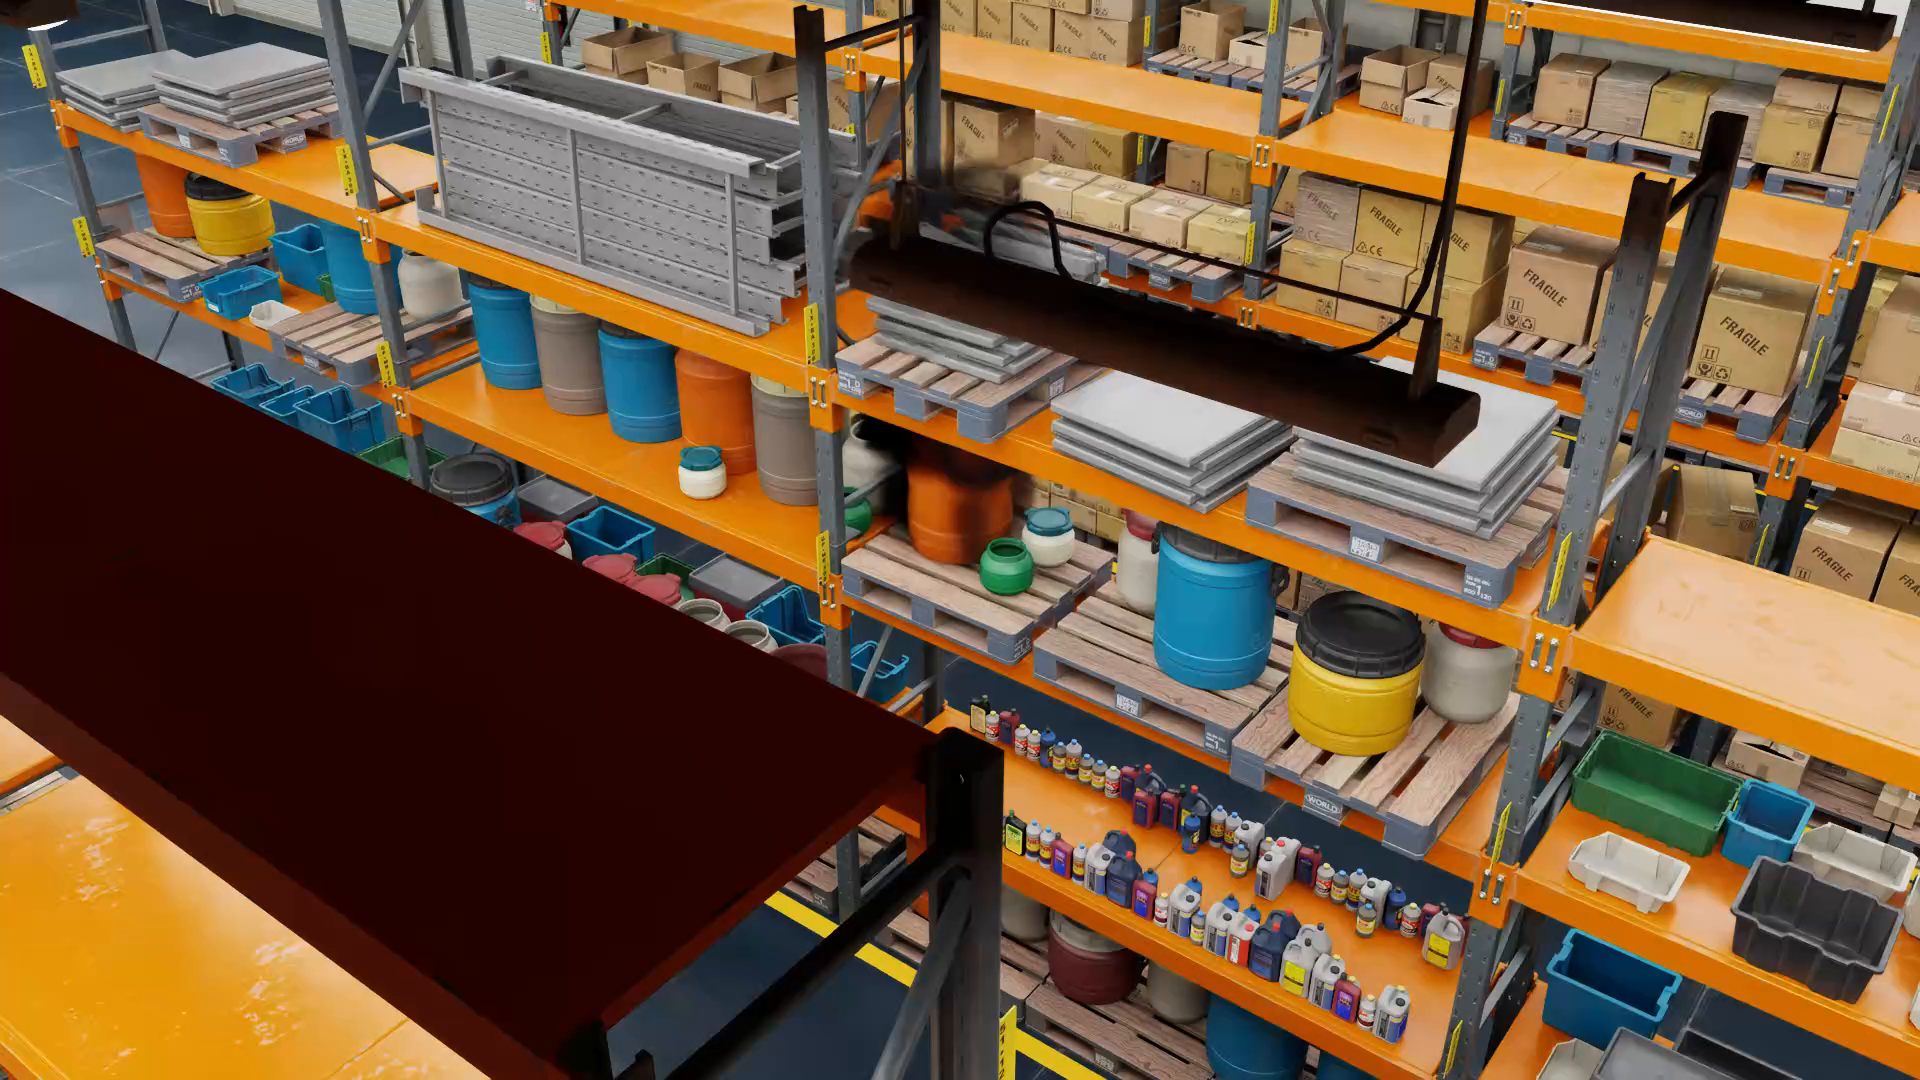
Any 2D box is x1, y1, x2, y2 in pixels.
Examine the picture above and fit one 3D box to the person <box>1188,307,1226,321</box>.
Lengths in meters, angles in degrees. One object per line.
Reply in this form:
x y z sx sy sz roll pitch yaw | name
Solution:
2.683 -2.170 17.253 0.758 1.675 0.654 8 32 14 | person
